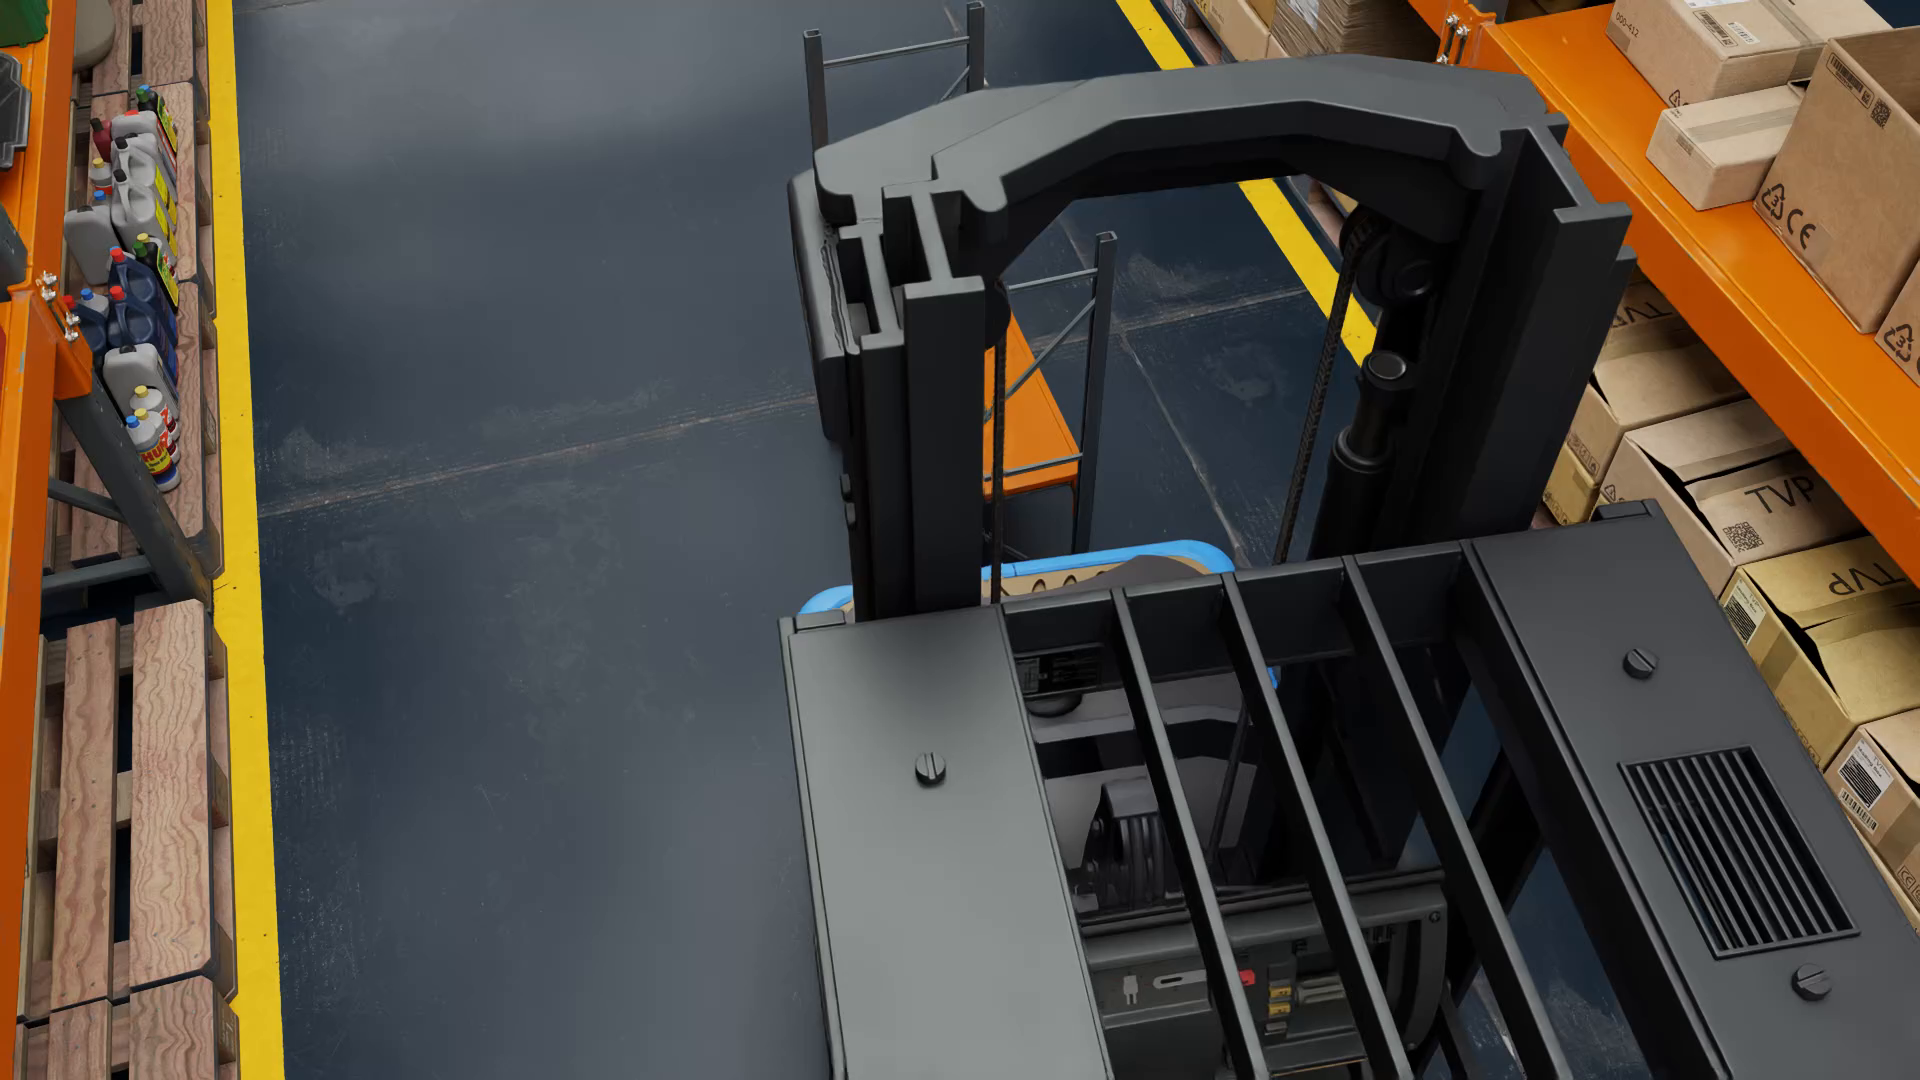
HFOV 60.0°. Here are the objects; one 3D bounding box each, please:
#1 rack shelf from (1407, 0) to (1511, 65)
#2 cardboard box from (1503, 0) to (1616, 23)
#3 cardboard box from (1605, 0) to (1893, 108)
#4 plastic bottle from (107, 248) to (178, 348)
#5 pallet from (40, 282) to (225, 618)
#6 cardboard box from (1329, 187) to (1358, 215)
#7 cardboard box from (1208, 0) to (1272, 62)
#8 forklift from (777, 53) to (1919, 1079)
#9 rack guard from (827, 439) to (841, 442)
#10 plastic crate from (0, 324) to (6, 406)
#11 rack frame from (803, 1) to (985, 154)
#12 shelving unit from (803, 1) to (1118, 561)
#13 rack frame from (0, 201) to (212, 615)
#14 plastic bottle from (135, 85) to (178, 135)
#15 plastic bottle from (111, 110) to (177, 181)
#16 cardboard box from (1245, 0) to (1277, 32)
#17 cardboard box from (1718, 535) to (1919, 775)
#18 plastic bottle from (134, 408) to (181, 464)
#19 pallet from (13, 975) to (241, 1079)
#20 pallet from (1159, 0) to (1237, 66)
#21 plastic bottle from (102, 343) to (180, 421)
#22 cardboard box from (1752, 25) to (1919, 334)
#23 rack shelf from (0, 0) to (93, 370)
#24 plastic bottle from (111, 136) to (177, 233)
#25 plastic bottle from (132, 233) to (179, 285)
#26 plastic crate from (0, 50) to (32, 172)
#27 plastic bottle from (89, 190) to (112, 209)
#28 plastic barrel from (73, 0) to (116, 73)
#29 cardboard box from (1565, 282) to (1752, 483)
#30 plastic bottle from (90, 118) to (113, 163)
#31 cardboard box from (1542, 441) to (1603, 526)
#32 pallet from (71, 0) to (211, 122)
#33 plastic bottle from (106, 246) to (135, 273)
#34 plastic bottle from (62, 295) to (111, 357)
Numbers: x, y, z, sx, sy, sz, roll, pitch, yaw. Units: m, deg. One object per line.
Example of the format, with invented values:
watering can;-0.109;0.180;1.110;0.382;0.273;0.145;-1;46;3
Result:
rack shelf;1.370;-3.021;6.306;1.077;0.370;4.000;-13;51;-11
cardboard box;2.124;-1.693;5.748;0.500;0.500;0.500;-13;51;-11
cardboard box;2.149;-1.395;4.562;0.500;0.250;0.500;-10;51;-9
plastic bottle;-2.669;-0.785;5.394;0.144;0.351;0.185;-15;52;-13
pallet;-2.930;-0.276;5.345;1.003;0.211;1.213;-13;51;-11
cardboard box;1.616;-1.331;5.934;0.500;0.250;0.500;-13;51;-11
cardboard box;1.315;-2.060;6.549;0.500;0.250;0.500;-13;51;-11
forklift;0.374;0.911;2.565;1.130;2.935;3.031;-8;50;-6
rack guard;-0.170;-0.500;5.508;0.587;0.250;0.087;-13;51;-11
plastic crate;-2.336;-0.411;3.593;0.402;0.464;0.583;-13;51;-11
rack frame;-0.176;-0.917;5.042;0.500;1.500;0.032;-13;51;-11
shelving unit;-0.023;-0.539;4.724;0.587;1.500;1.083;-13;51;-11
rack frame;-2.771;-0.675;3.857;1.000;3.000;0.127;-13;51;-11
plastic bottle;-2.992;-1.594;6.175;0.097;0.201;0.097;0;50;0
plastic bottle;-2.944;-1.428;5.986;0.152;0.276;0.135;-13;51;-11
cardboard box;1.327;-2.305;6.264;0.500;0.500;0.500;-13;51;-11
cardboard box;2.302;0.258;4.227;0.500;0.311;0.500;-12;51;-10
plastic bottle;-2.477;-0.321;5.101;0.097;0.201;0.097;0;50;0
pallet;-2.138;1.681;3.695;1.003;0.211;1.213;-13;51;-11
pallet;1.402;-2.377;7.116;1.003;0.211;1.213;-13;51;-11
plastic bottle;-2.569;-0.501;5.204;0.152;0.276;0.135;-12;51;-10
cardboard box;2.329;-0.875;3.961;0.500;0.500;0.500;-10;51;-8
rack shelf;-3.363;-1.904;5.364;1.077;0.370;4.000;-13;51;-11
plastic bottle;-2.850;-1.231;5.771;0.144;0.351;0.185;-11;51;-9
plastic bottle;-2.731;-0.948;5.630;0.097;0.201;0.097;0;50;0
plastic crate;-2.805;-1.066;4.228;0.767;0.338;0.504;-13;51;-11
plastic bottle;-2.953;-1.123;5.778;0.097;0.201;0.097;0;50;0
plastic barrel;-3.538;-2.101;6.412;0.421;0.512;0.421;0;50;0
cardboard box;1.989;-0.497;4.864;0.500;0.311;0.500;-14;51;-11
plastic bottle;-3.046;-1.406;5.962;0.061;0.283;0.133;-13;51;-11
cardboard box;1.994;-0.317;5.079;0.500;0.250;0.500;-12;51;-10
pallet;-3.652;-2.059;6.847;1.003;0.211;1.213;-13;51;-11
plastic bottle;-2.749;-0.858;5.508;0.097;0.271;0.097;0;50;0
plastic bottle;-2.751;-0.614;5.251;0.144;0.351;0.185;-13;51;-11
